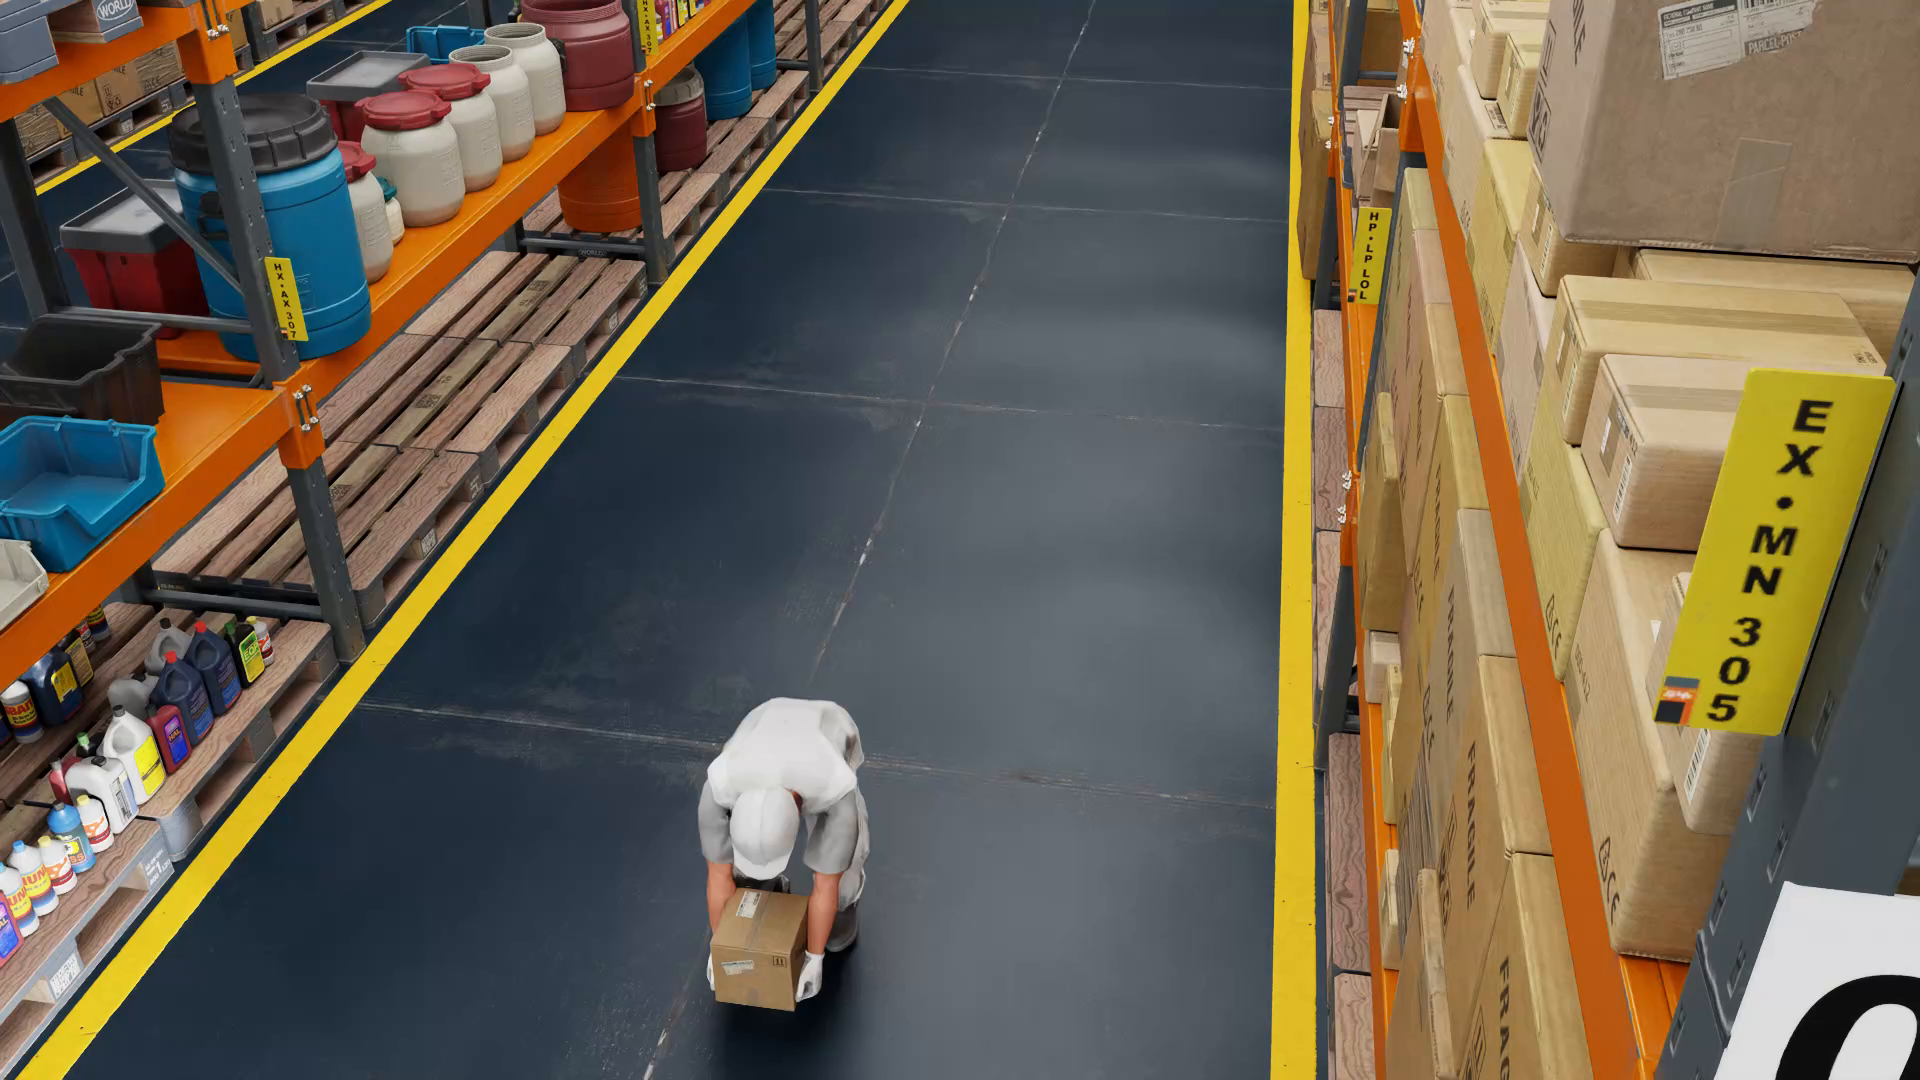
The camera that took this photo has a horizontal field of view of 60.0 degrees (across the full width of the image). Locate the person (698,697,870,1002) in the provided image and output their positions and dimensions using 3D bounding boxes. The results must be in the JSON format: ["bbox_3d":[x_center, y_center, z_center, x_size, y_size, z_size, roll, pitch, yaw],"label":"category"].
[{"bbox_3d":[-0.553,0.959,5.342,0.525,0.989,0.920,4,32,7],"label":"person"}]
